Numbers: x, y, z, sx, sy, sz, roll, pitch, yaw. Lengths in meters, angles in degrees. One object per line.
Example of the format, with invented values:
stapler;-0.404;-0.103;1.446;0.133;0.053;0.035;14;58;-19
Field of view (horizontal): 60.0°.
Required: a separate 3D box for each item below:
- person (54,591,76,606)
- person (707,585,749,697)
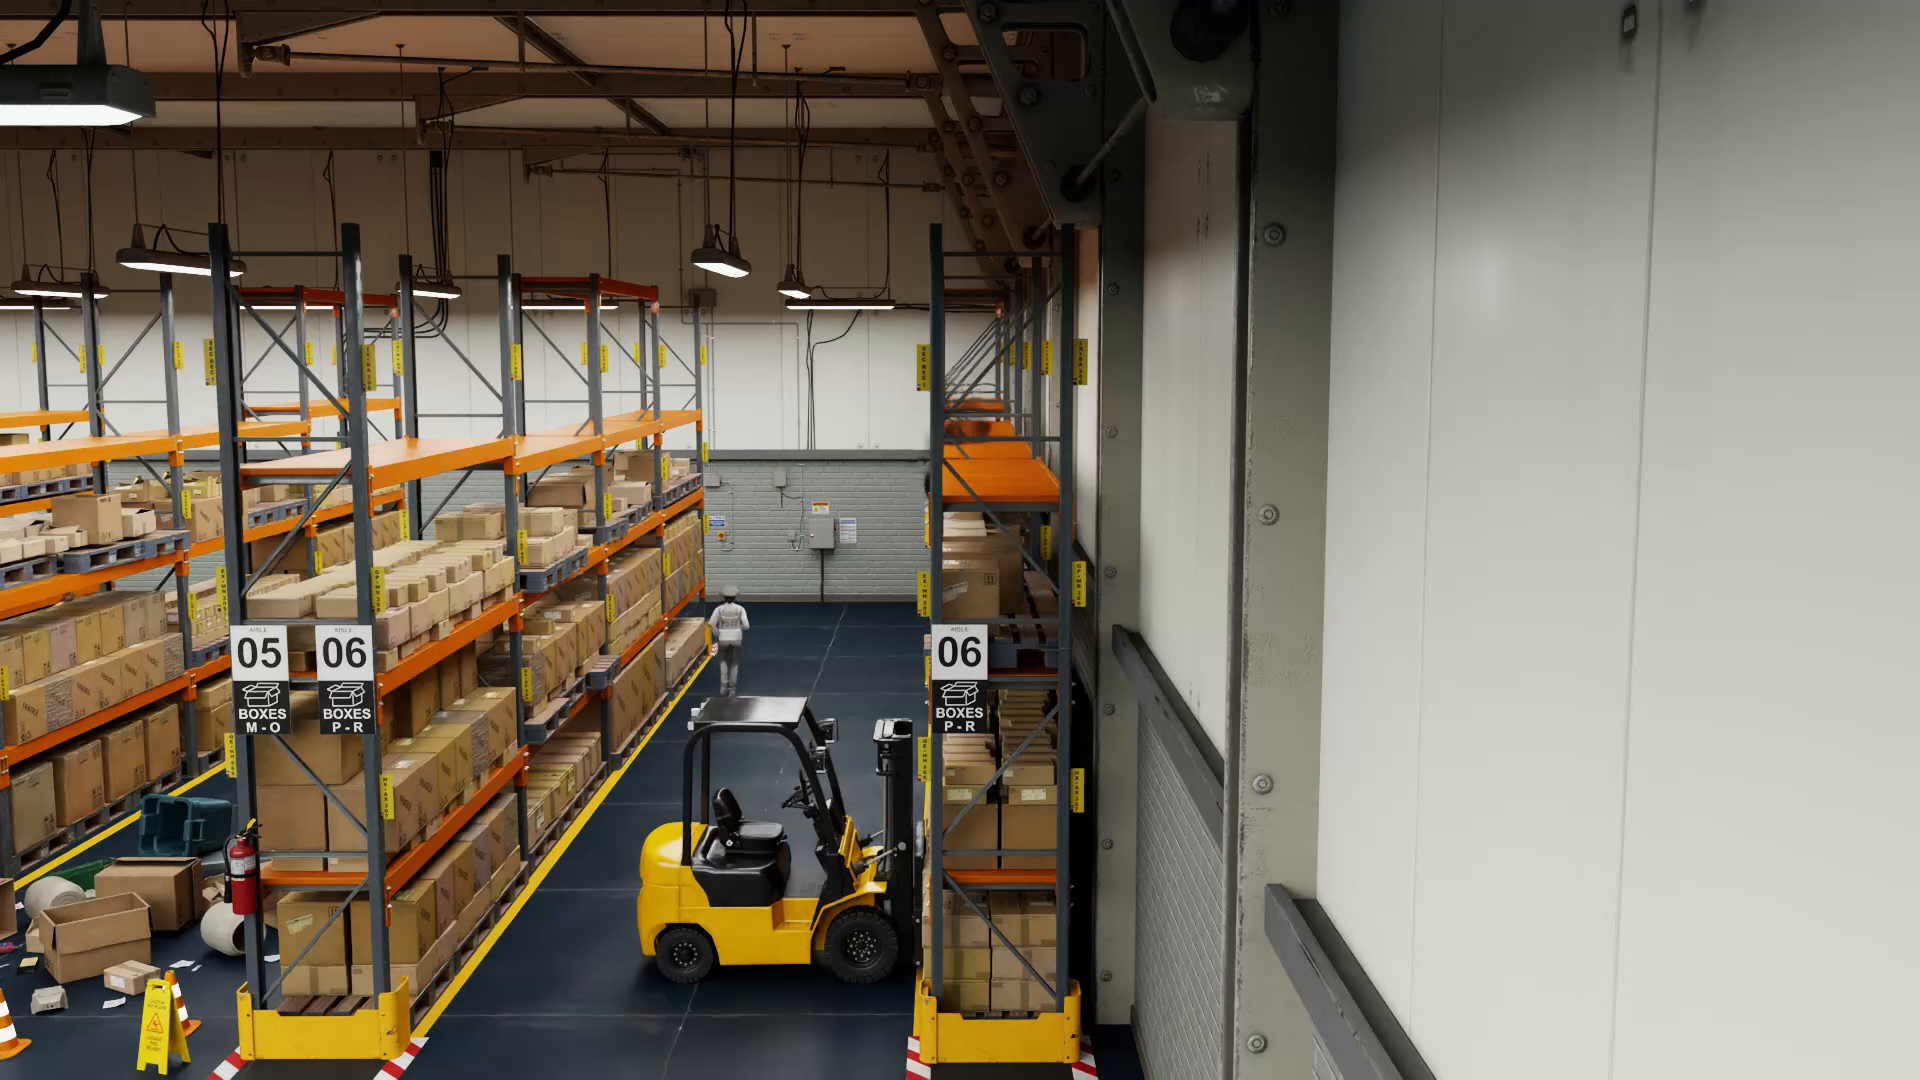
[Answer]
person;-12.797;1.505;23.917;0.713;1.747;0.932;-1;7;-6
person;-3.408;1.475;24.526;0.602;1.655;0.554;-1;7;-6
